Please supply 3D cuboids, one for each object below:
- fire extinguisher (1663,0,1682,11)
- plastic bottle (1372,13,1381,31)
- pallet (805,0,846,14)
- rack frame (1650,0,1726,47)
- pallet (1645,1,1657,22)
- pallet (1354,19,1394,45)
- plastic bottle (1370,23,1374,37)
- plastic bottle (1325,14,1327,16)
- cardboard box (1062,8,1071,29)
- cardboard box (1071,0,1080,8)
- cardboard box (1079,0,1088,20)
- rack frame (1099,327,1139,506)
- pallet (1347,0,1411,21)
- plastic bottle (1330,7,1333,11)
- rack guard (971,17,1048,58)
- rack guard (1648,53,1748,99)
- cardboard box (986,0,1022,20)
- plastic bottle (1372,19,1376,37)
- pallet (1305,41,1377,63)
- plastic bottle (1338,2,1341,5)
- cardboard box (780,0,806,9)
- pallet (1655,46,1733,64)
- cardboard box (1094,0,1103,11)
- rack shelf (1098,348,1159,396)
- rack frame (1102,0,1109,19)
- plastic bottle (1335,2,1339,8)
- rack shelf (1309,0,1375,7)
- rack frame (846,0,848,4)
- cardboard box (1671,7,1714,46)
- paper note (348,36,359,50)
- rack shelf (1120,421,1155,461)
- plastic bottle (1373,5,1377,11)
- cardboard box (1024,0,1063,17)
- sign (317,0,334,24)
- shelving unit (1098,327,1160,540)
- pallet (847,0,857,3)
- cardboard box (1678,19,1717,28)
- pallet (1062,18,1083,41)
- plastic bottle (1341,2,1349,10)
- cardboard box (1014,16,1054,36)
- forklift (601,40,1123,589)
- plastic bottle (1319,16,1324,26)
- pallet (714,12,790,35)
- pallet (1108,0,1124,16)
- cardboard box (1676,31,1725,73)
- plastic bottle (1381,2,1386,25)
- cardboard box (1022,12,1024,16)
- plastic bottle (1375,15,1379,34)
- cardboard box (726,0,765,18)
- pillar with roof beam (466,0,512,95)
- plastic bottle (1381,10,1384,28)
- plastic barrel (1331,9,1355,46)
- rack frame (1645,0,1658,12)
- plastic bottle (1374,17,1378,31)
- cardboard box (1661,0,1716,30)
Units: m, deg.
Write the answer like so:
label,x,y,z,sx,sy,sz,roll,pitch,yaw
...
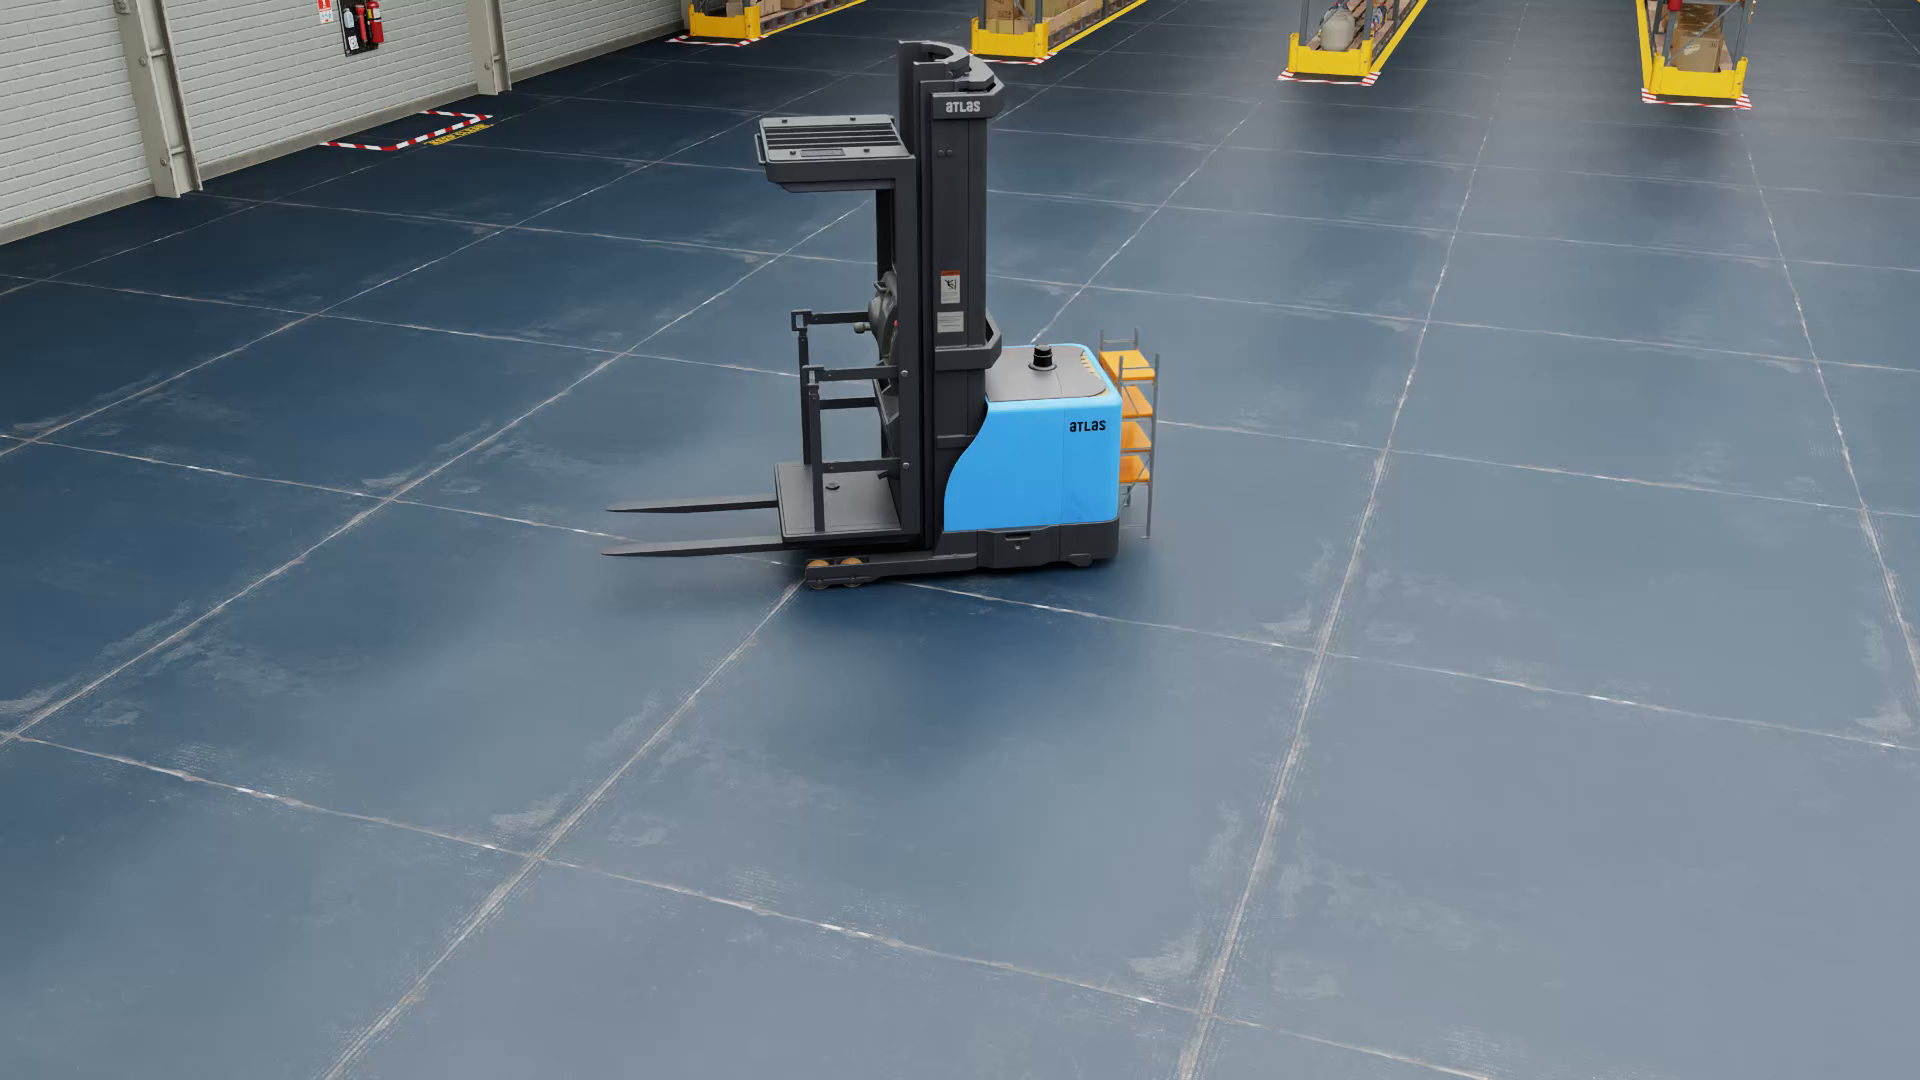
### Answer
label,x,y,z,sx,sy,sz,roll,pitch,yaw
fire extinguisher,9.643,-7.468,22.321,0.296,0.674,0.183,9,27,17
plastic bottle,6.605,-8.233,26.433,0.152,0.276,0.135,9,27,18
pallet,-2.756,-9.746,30.136,1.003,0.211,1.213,9,27,17
rack frame,11.447,-9.127,25.659,1.000,3.000,0.127,9,27,17
pallet,12.517,-9.195,28.998,1.003,0.211,1.213,9,27,17
pallet,6.514,-8.320,27.192,1.003,0.211,1.213,9,27,17
plastic bottle,6.342,-7.871,25.691,0.097,0.271,0.097,0,26,0
plastic bottle,5.799,-8.149,26.258,0.152,0.276,0.135,8,27,16
cardboard box,1.493,-8.472,26.980,0.500,0.250,0.500,9,27,17
cardboard box,1.665,-9.014,27.239,0.500,0.500,0.500,9,27,17
cardboard box,1.830,-8.883,27.827,0.500,0.250,0.500,9,27,17
rack frame,0.976,-0.756,10.434,0.240,1.200,0.015,-4,26,-8
pallet,7.405,-9.422,29.467,1.003,0.211,1.213,9,27,17
plastic bottle,5.912,-8.327,26.542,0.144,0.351,0.185,9,27,17
rack guard,0.768,-7.786,25.758,1.175,0.500,0.348,9,27,17
rack guard,10.141,-6.389,22.873,1.175,0.500,0.348,9,27,17
cardboard box,0.673,-8.474,26.122,0.500,0.500,0.500,9,27,17
plastic bottle,6.435,-7.967,25.875,0.061,0.283,0.133,9,27,18
pallet,5.702,-7.318,25.121,1.003,0.211,1.213,9,27,17
plastic bottle,6.257,-8.748,27.502,0.097,0.271,0.097,0,26,0
cardboard box,-3.101,-9.511,28.815,0.700,0.500,0.500,7,27,14
pallet,10.853,-7.088,24.647,1.003,0.211,1.213,9,27,17
cardboard box,2.158,-9.294,28.677,0.500,0.250,0.500,9,27,17
rack shelf,1.014,-1.005,10.046,0.258,0.148,0.480,-4,26,-8
rack frame,2.107,-10.565,28.629,1.000,3.000,0.127,9,27,17
plastic bottle,6.116,-8.579,27.063,0.144,0.351,0.185,10,27,19
rack shelf,6.111,-8.700,25.601,1.077,0.370,4.000,9,27,17
rack frame,-2.566,-11.282,30.109,1.000,3.000,0.127,9,27,17
cardboard box,11.093,-7.796,25.296,0.500,0.500,0.500,19,32,34
paper note,-7.459,-6.116,20.451,0.016,0.148,0.142,9,27,17
rack shelf,1.015,-0.591,10.247,0.258,0.148,0.480,-4,26,-8
plastic bottle,6.698,-8.565,27.034,0.144,0.351,0.185,9,27,17
cardboard box,1.328,-8.604,26.391,0.500,0.500,0.500,9,27,17
sign,-7.616,-6.379,19.943,0.001,0.329,0.234,9,27,17
shelving unit,1.015,-0.651,10.217,0.258,1.200,0.503,-4,26,-8
pallet,-2.308,-10.347,31.378,1.003,0.211,1.213,9,27,17
cardboard box,10.732,-7.307,24.285,0.500,0.500,0.500,11,28,22
pallet,1.398,-8.486,27.535,1.003,0.211,1.213,9,27,17
plastic bottle,6.252,-8.559,27.019,0.144,0.351,0.185,9,27,17
cardboard box,1.164,-8.061,26.130,0.500,0.250,0.500,9,27,17
forklift,-0.616,-1.279,9.529,3.031,2.935,1.130,-4,26,-8
plastic bottle,5.665,-8.046,26.038,0.061,0.283,0.133,9,27,19
pallet,-3.568,-8.743,28.065,1.003,0.211,1.213,9,27,17
pallet,2.315,-9.619,29.873,1.003,0.211,1.213,9,27,17
cardboard box,10.340,-6.801,23.242,0.500,0.500,0.500,14,29,27
plastic bottle,6.834,-8.545,26.990,0.144,0.351,0.185,8,27,16
cardboard box,0.830,-8.343,26.713,0.500,0.250,0.500,9,27,17
plastic bottle,6.557,-8.137,26.239,0.097,0.271,0.097,0,26,0
cardboard box,-3.582,-8.897,27.765,0.500,0.311,0.500,6,26,12
pillar with roof beam,-2.417,-9.661,19.878,9.100,9.000,0.400,9,27,17
plastic bottle,6.755,-8.362,26.691,0.061,0.283,0.133,11,28,21
plastic barrel,5.759,-7.758,25.205,0.421,0.512,0.421,0,26,0
rack frame,12.778,-10.771,29.054,1.000,3.000,0.127,9,27,17
plastic bottle,6.490,-8.053,26.067,0.097,0.271,0.097,0,26,0
cardboard box,11.672,-8.449,26.622,0.700,0.500,0.500,7,27,13
